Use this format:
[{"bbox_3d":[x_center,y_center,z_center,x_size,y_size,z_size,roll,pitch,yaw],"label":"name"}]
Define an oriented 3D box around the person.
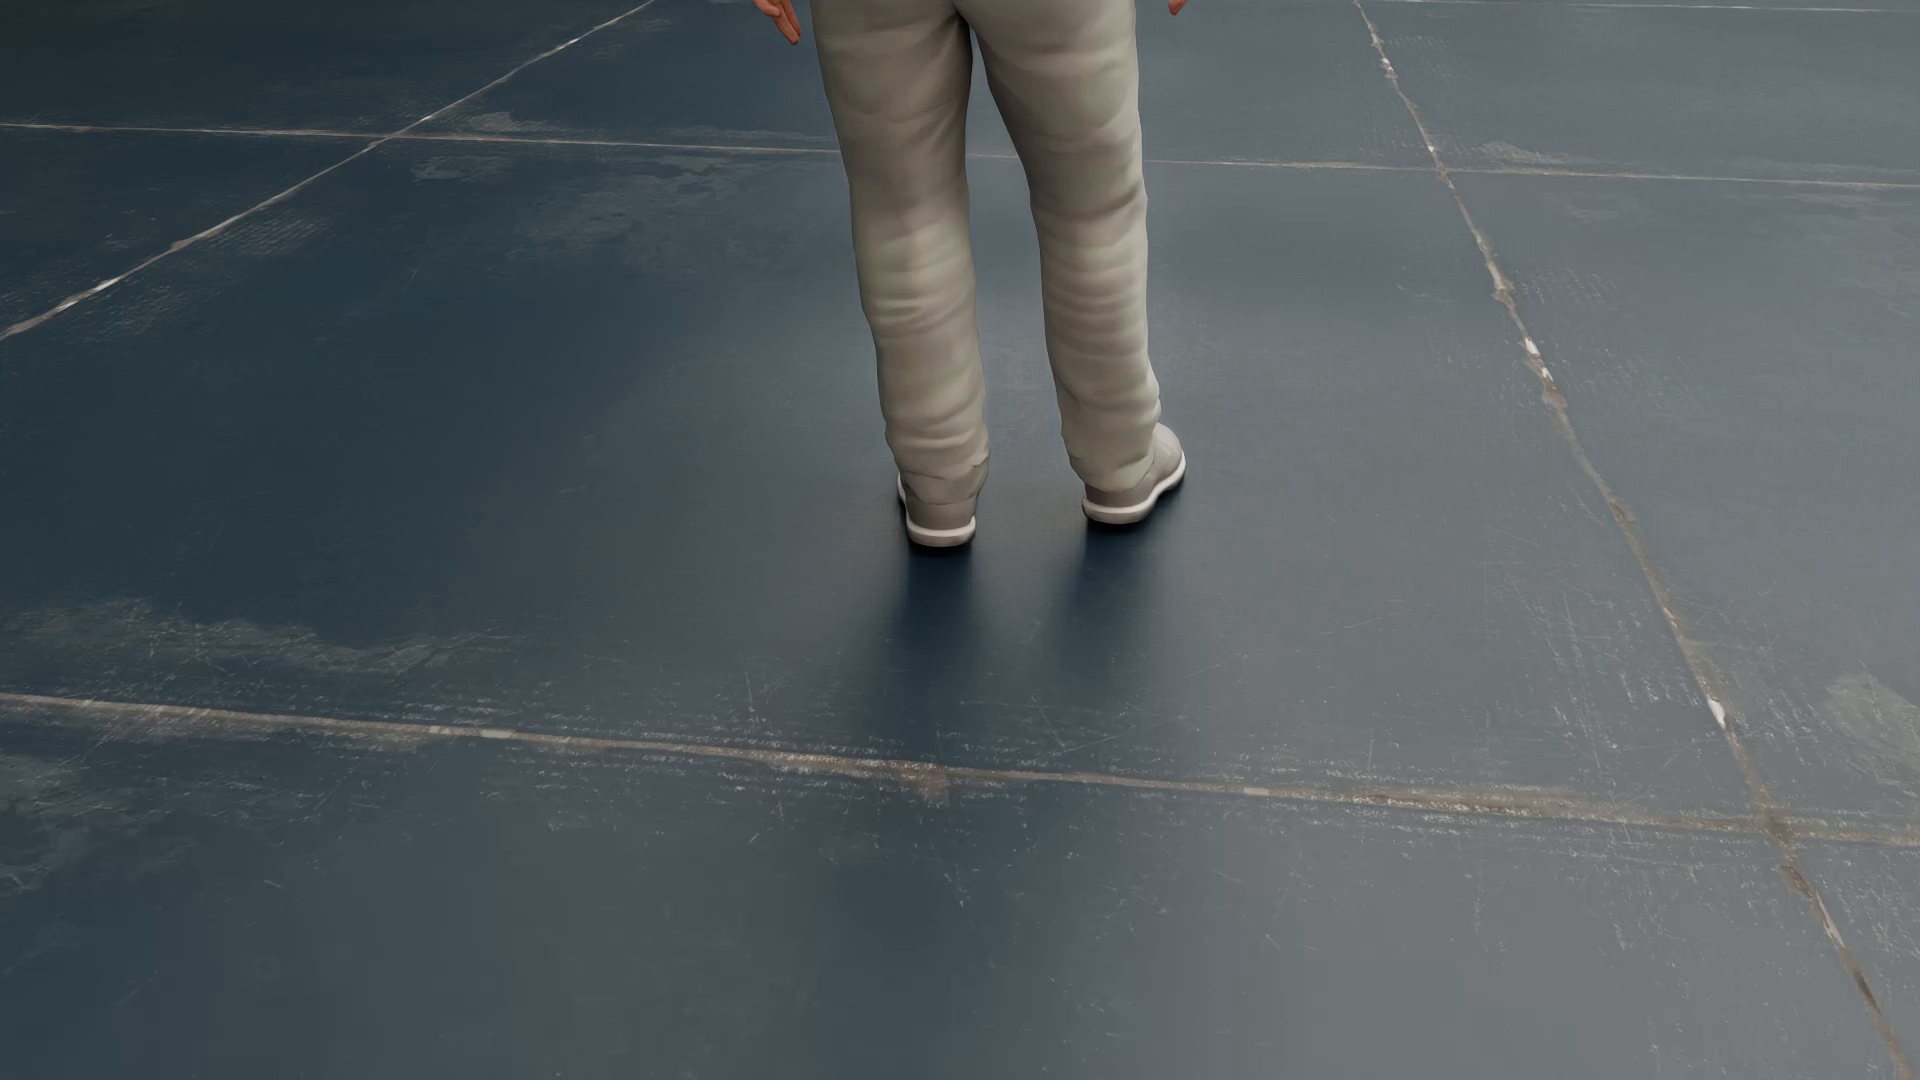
[{"bbox_3d":[0.022,-0.837,2.166,0.640,1.780,0.574,3,27,7],"label":"person"}]
